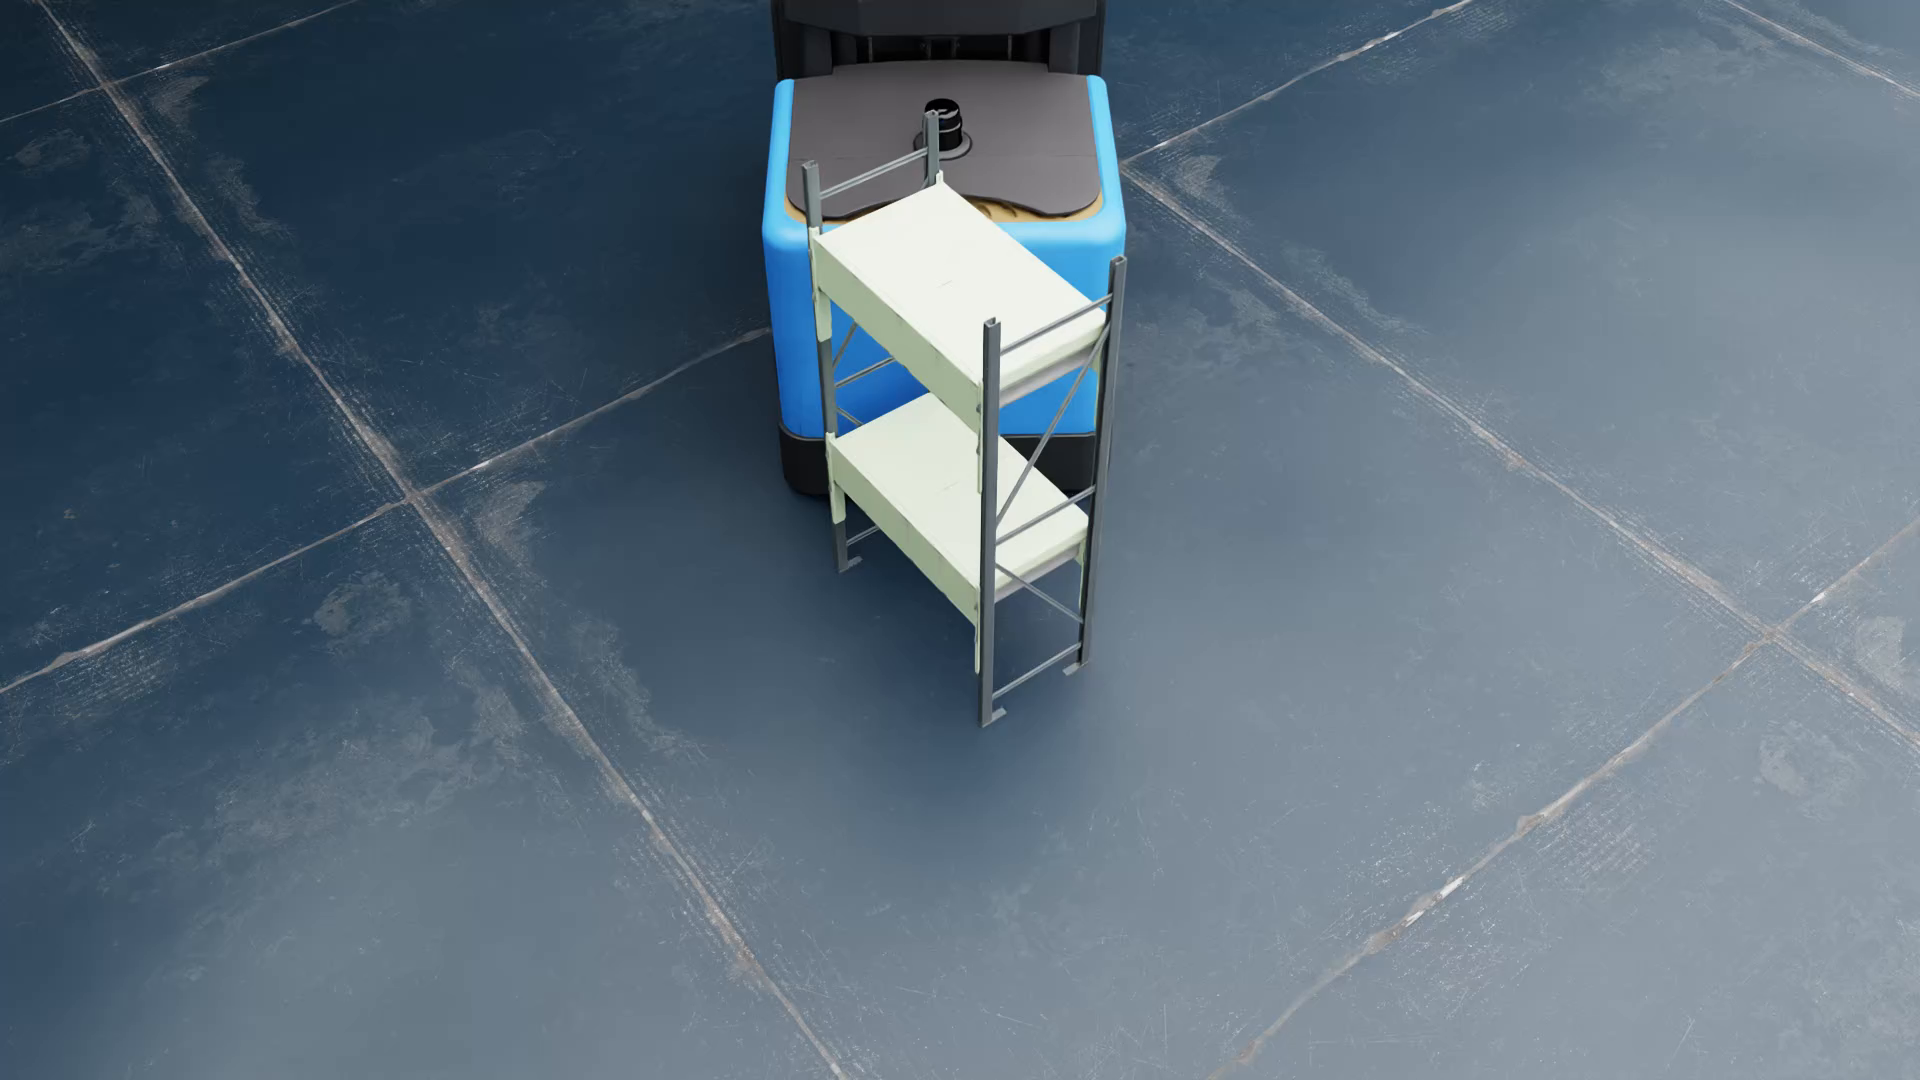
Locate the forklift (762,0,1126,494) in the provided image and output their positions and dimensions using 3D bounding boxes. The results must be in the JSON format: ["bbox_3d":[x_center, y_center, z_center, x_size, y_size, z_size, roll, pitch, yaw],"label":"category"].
[{"bbox_3d":[-0.075,-2.210,5.275,1.130,2.935,3.031,-1,48,-1],"label":"forklift"}]

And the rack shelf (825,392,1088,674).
[{"bbox_3d":[-0.002,-0.057,4.729,0.431,0.370,0.720,-29,54,-24],"label":"rack shelf"}]

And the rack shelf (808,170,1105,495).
[{"bbox_3d":[-0.002,-0.538,4.198,0.431,0.370,0.720,-29,54,-24],"label":"rack shelf"}]

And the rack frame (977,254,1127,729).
[{"bbox_3d":[0.217,-0.058,4.290,0.400,1.500,0.023,-29,54,-24],"label":"rack frame"}]

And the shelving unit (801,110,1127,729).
[{"bbox_3d":[-0.002,-0.276,4.488,0.431,1.500,0.755,-29,54,-24],"label":"shelving unit"}]

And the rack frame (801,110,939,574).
[{"bbox_3d":[-0.220,-0.493,4.685,0.400,1.500,0.023,-29,54,-24],"label":"rack frame"}]
